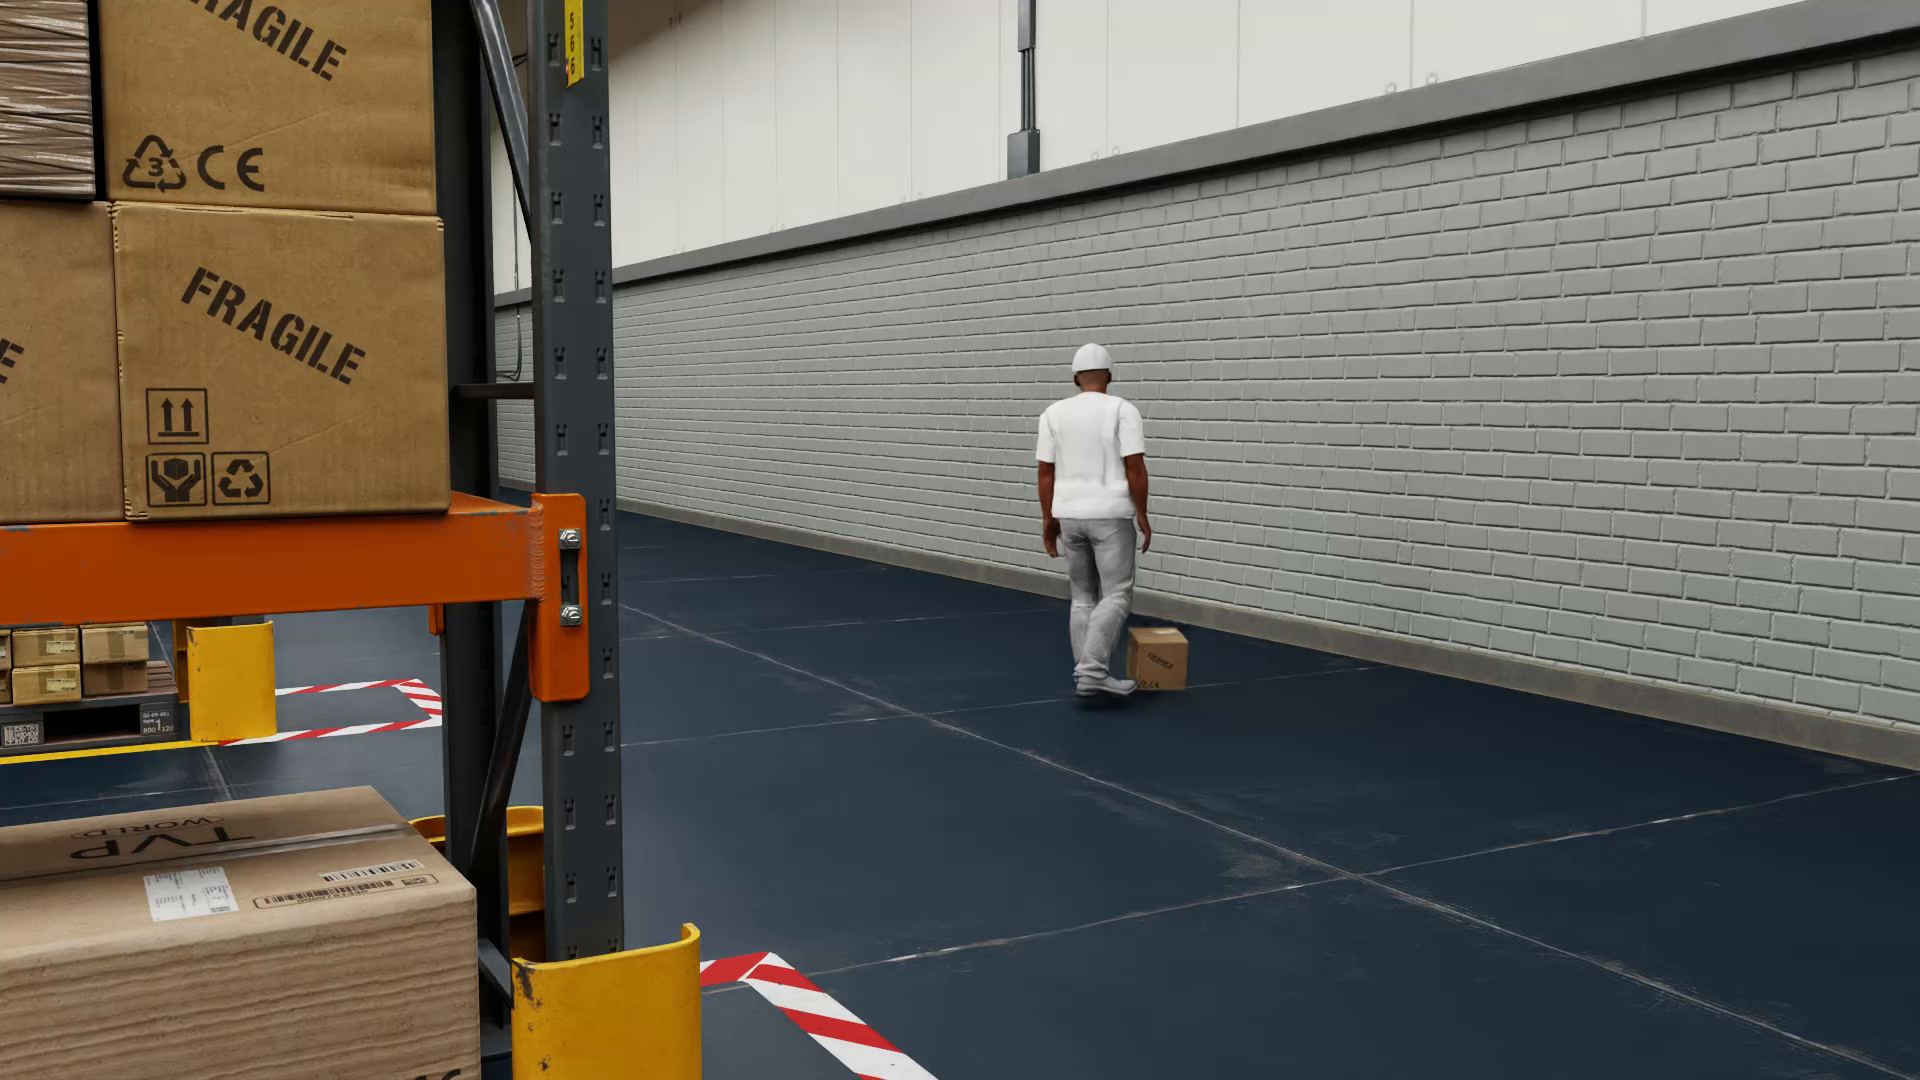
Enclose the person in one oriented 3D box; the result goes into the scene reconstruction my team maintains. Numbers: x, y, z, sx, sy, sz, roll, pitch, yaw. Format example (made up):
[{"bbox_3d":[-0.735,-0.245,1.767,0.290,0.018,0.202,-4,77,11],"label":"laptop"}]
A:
[{"bbox_3d":[0.637,-0.095,8.225,0.594,1.753,0.571,3,6,30],"label":"person"}]
